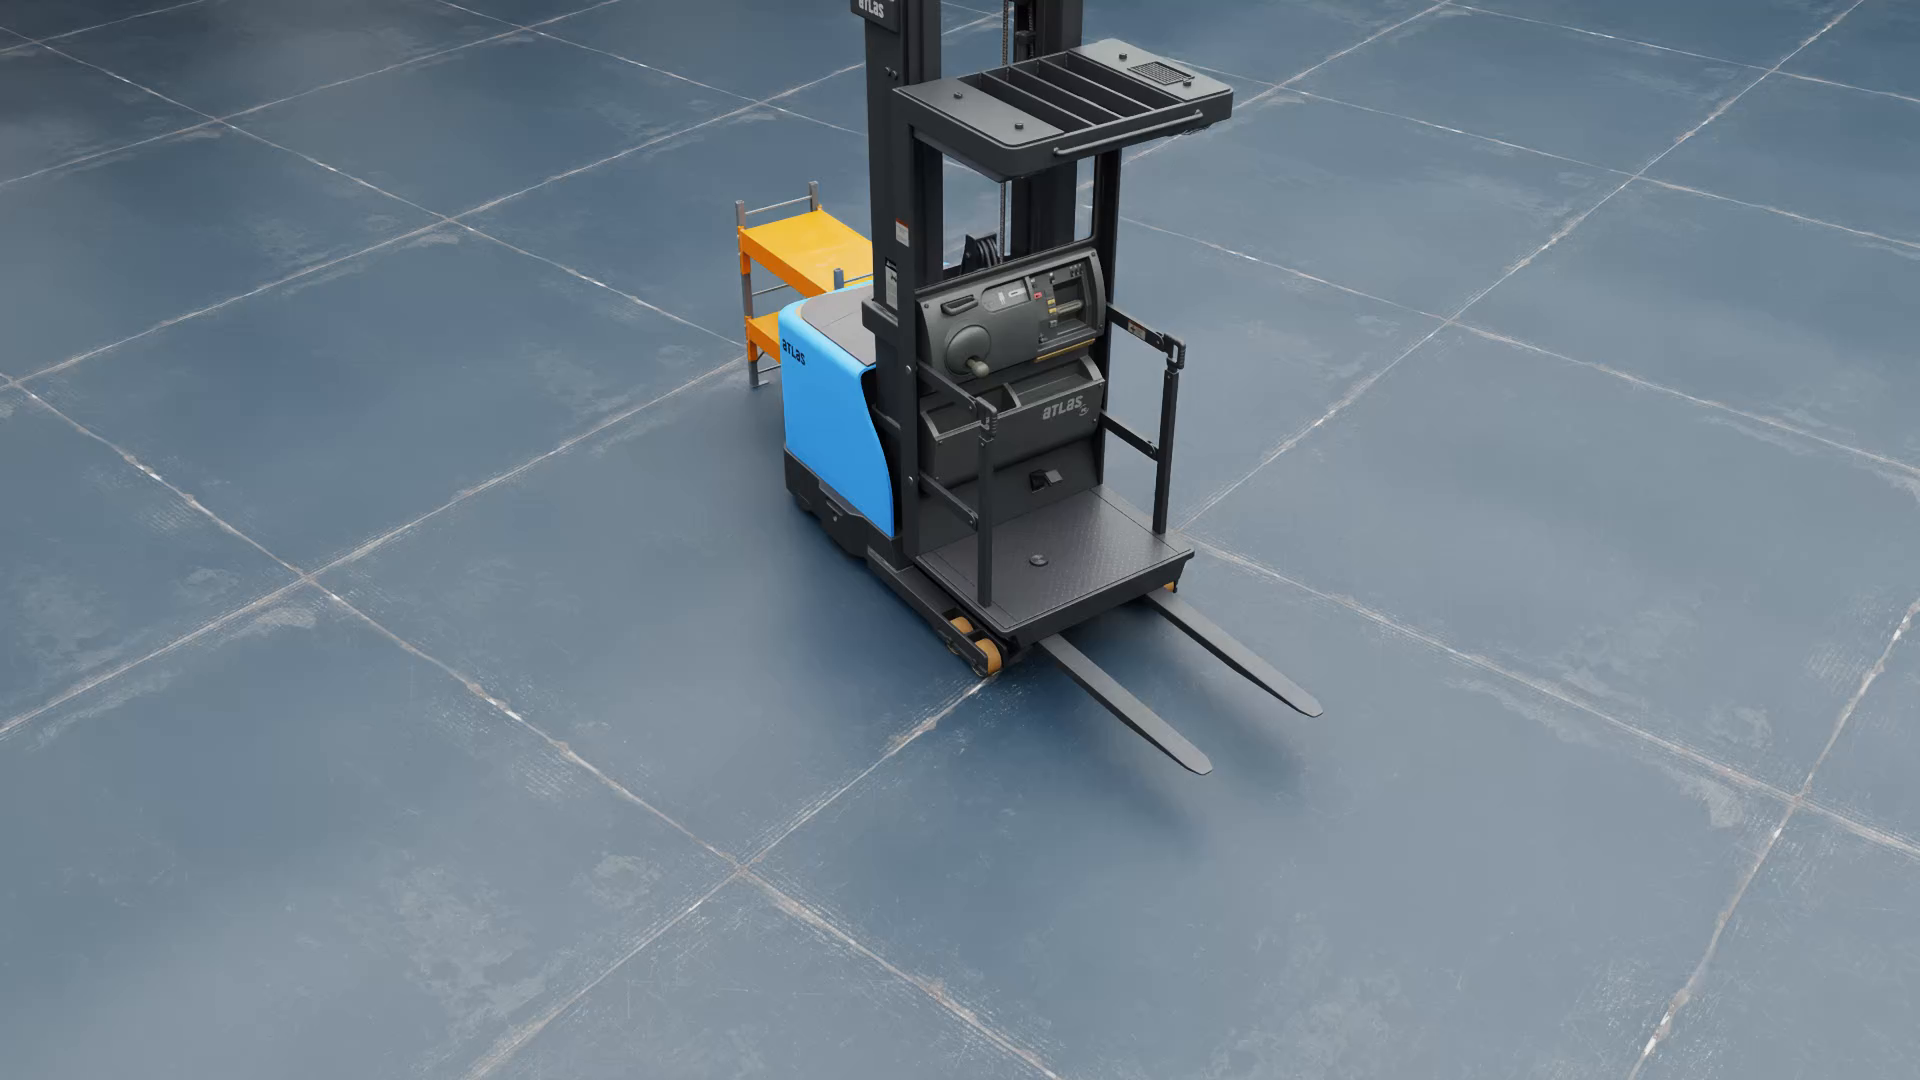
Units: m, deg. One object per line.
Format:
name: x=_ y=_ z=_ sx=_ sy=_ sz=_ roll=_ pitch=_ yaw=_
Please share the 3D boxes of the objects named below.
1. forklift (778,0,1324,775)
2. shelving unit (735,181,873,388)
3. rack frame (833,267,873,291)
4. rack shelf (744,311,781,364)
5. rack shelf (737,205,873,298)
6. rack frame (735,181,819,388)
forklift: x=0.360 y=-0.915 z=6.993 sx=1.130 sy=2.935 sz=3.031 roll=-21 pitch=40 yaw=-28
shelving unit: x=-0.702 y=-1.183 z=8.980 sx=0.538 sy=1.125 sz=1.048 roll=-21 pitch=40 yaw=-28
rack frame: x=-0.413 y=-0.947 z=8.635 sx=0.500 sy=1.125 sz=0.032 roll=-21 pitch=40 yaw=-28
rack shelf: x=-0.702 y=-0.982 z=9.118 sx=0.538 sy=0.278 sz=1.000 roll=-21 pitch=40 yaw=-28
rack shelf: x=-0.702 y=-1.425 z=8.814 sx=0.538 sy=0.278 sz=1.000 roll=-21 pitch=40 yaw=-28
rack frame: x=-0.991 y=-1.420 z=9.324 sx=0.500 sy=1.125 sz=0.032 roll=-21 pitch=40 yaw=-28
